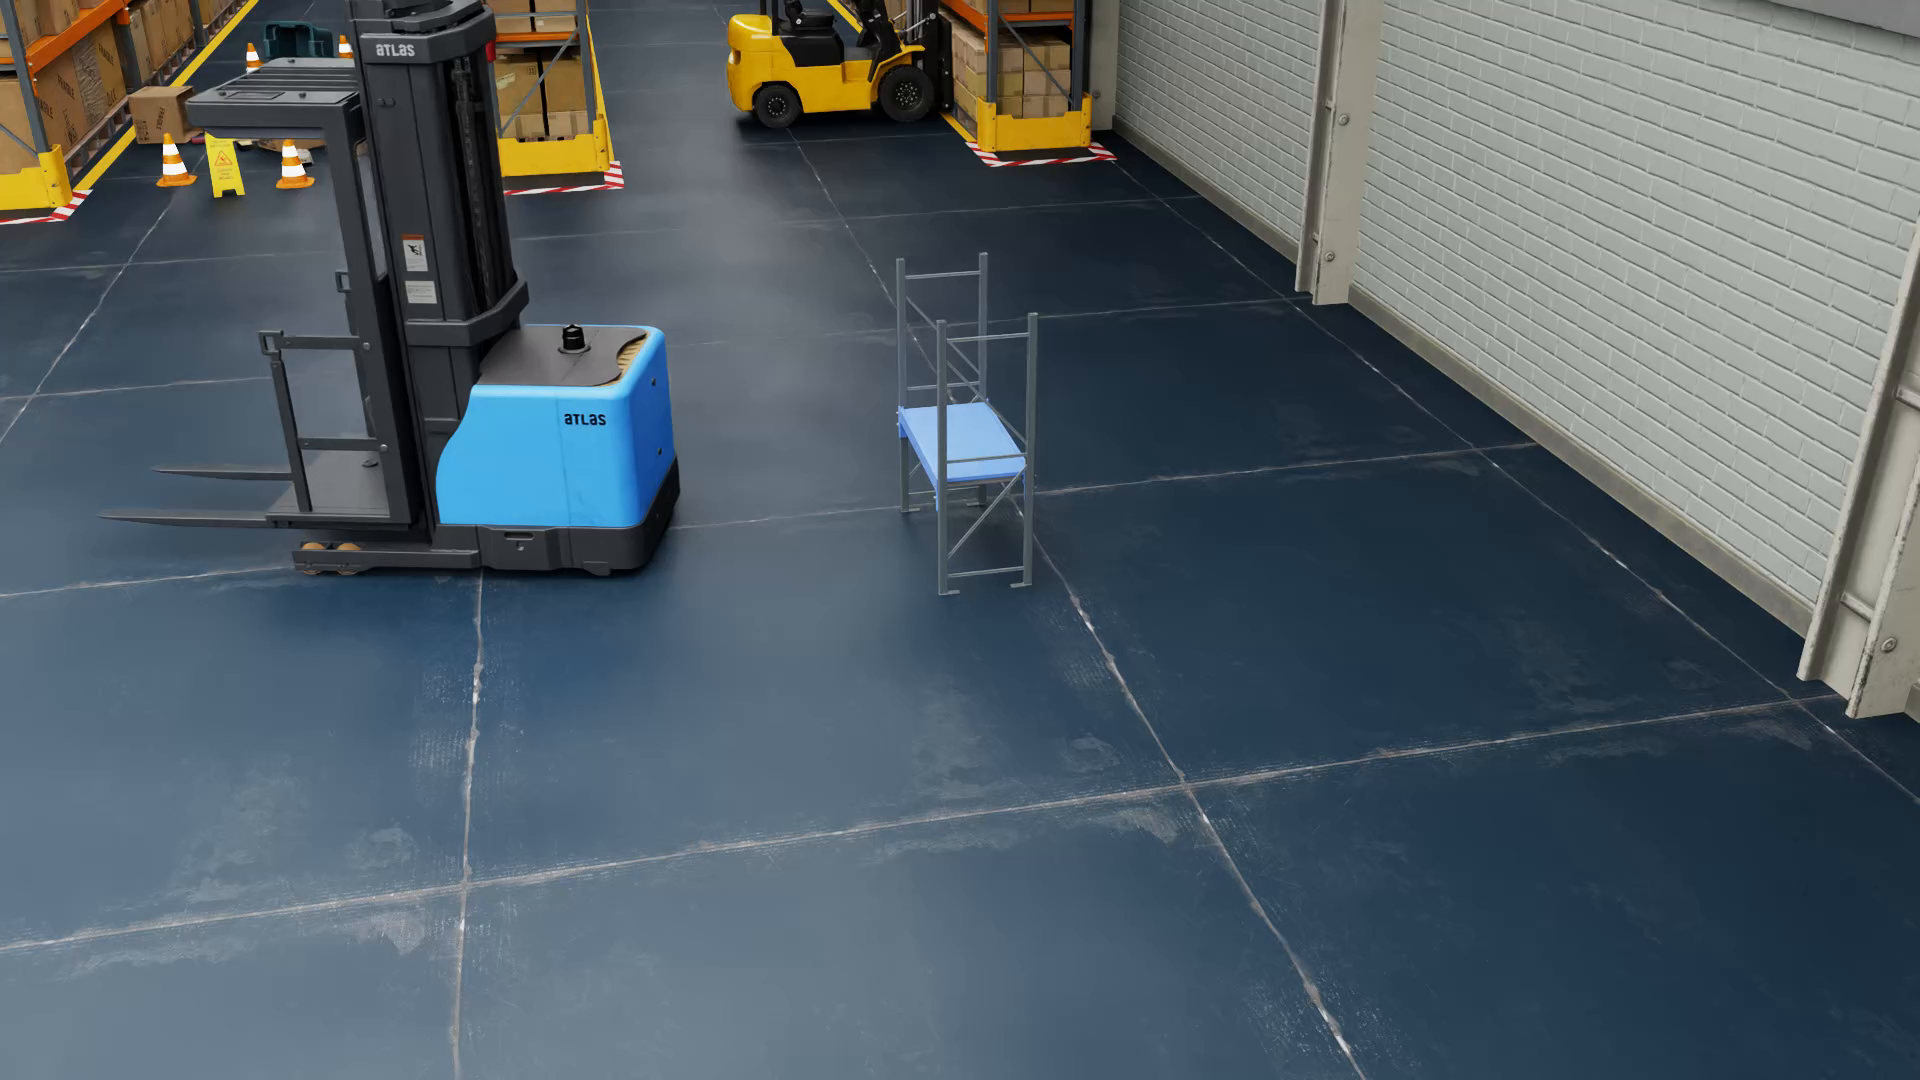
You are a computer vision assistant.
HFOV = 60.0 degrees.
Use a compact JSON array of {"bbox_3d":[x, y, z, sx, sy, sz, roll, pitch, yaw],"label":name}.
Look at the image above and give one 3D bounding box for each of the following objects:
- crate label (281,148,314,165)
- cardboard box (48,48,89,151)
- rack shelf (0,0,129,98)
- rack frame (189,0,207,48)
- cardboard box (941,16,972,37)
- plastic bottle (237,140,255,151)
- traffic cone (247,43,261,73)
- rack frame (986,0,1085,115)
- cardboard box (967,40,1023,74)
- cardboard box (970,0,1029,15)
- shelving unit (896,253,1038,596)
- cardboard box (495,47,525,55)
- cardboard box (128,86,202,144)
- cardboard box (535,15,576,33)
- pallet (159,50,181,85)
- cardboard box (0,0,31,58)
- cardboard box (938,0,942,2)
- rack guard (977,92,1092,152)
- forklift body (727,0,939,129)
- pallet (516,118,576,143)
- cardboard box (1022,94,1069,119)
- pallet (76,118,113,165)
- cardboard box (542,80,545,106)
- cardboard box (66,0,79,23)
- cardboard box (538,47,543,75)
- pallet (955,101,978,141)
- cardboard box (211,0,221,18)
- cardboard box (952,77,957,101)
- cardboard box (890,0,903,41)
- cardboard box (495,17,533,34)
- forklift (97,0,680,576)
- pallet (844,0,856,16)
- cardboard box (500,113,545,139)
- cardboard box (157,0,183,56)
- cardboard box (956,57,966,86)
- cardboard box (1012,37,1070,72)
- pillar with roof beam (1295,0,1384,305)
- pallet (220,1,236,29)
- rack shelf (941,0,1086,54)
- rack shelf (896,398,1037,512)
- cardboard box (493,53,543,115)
[{"bbox_3d":[-6.659,-3.843,16.712,0.250,0.136,0.298,-23,35,-38],"label":"crate label"},{"bbox_3d":[-9.280,-4.355,16.442,0.875,0.875,0.875,-6,27,-12],"label":"cardboard box"},{"bbox_3d":[-9.313,-4.996,16.618,1.077,0.370,4.000,-6,27,-12],"label":"rack shelf"},{"bbox_3d":[-10.665,-7.951,21.675,1.000,3.000,0.127,-6,27,-12],"label":"rack frame"},{"bbox_3d":[0.014,-5.736,18.762,0.500,0.250,0.500,-7,28,-13],"label":"cardboard box"},{"bbox_3d":[-7.462,-4.122,17.349,0.133,0.061,0.283,-16,31,-29],"label":"plastic bottle"},{"bbox_3d":[-8.595,-5.805,20.238,0.336,0.463,0.334,-6,27,-12],"label":"traffic cone"},{"bbox_3d":[0.773,-5.492,16.802,1.000,3.000,0.127,-6,27,-12],"label":"rack frame"},{"bbox_3d":[0.365,-5.069,17.440,0.500,0.250,0.500,-5,27,-10],"label":"cardboard box"},{"bbox_3d":[0.406,-5.726,17.155,0.500,0.500,0.500,-7,28,-13],"label":"cardboard box"},{"bbox_3d":[0.019,-0.632,8.838,0.538,1.500,1.048,-6,27,-12],"label":"shelving unit"},{"bbox_3d":[-4.645,-5.050,16.960,0.380,0.149,0.250,-5,27,-10],"label":"cardboard box"},{"bbox_3d":[-8.414,-4.503,17.615,0.500,0.500,0.500,-1,27,-3],"label":"cardboard box"},{"bbox_3d":[-3.937,-5.044,16.194,0.380,0.149,0.250,-6,27,-11],"label":"cardboard box"},{"bbox_3d":[-10.290,-5.818,20.543,1.003,0.211,1.213,-6,27,-12],"label":"pallet"},{"bbox_3d":[-8.990,-4.665,14.997,0.875,0.550,0.550,-6,27,-12],"label":"cardboard box"},{"bbox_3d":[-0.325,-6.410,20.097,0.500,0.250,0.500,-6,27,-12],"label":"cardboard box"},{"bbox_3d":[0.778,-4.366,17.345,1.175,0.500,0.348,-6,27,-12],"label":"rack guard"},{"bbox_3d":[-1.432,-5.760,18.276,2.313,2.155,1.214,-6,27,-12],"label":"forklift body"},{"bbox_3d":[-4.228,-4.135,17.209,1.003,0.211,1.213,-6,27,-12],"label":"pallet"},{"bbox_3d":[0.853,-4.688,17.794,0.500,0.250,0.500,-6,27,-11],"label":"cardboard box"},{"bbox_3d":[-9.390,-4.072,17.084,1.003,0.211,1.213,-6,27,-12],"label":"pallet"},{"bbox_3d":[-4.841,-4.950,18.314,0.500,0.250,0.500,-6,27,-12],"label":"cardboard box"},{"bbox_3d":[-9.299,-5.391,16.435,0.875,0.550,0.500,-6,27,-12],"label":"cardboard box"},{"bbox_3d":[-4.847,-5.289,18.153,0.500,0.500,0.500,-5,27,-9],"label":"cardboard box"},{"bbox_3d":[0.560,-4.579,18.087,1.003,0.211,1.213,-6,27,-12],"label":"pallet"},{"bbox_3d":[-10.693,-7.580,23.247,0.500,0.500,0.500,-6,27,-11],"label":"cardboard box"},{"bbox_3d":[0.152,-5.066,18.544,0.500,0.250,0.500,-6,27,-11],"label":"cardboard box"},{"bbox_3d":[-0.425,-6.945,21.850,0.875,0.625,0.625,-6,27,-12],"label":"cardboard box"},{"bbox_3d":[-4.355,-5.017,16.139,0.380,0.149,0.250,-5,27,-10],"label":"cardboard box"},{"bbox_3d":[-3.154,-1.357,8.685,3.031,2.935,1.130,1,27,3],"label":"forklift"},{"bbox_3d":[-1.162,-8.091,25.046,1.003,0.211,1.213,-6,27,-12],"label":"pallet"},{"bbox_3d":[-4.512,-4.285,16.995,0.500,0.250,0.500,-6,27,-12],"label":"cardboard box"},{"bbox_3d":[-10.415,-6.475,20.780,1.050,0.750,0.750,-6,27,-11],"label":"cardboard box"},{"bbox_3d":[0.256,-5.079,18.013,0.500,0.250,0.500,-6,27,-12],"label":"cardboard box"},{"bbox_3d":[0.849,-5.129,17.558,0.500,0.250,0.500,-6,27,-12],"label":"cardboard box"},{"bbox_3d":[-1.348,-5.496,10.153,9.100,9.000,0.400,-6,27,-12],"label":"pillar with roof beam"},{"bbox_3d":[-11.111,-7.584,24.042,1.003,0.211,1.213,-6,27,-12],"label":"pallet"},{"bbox_3d":[0.322,-6.049,18.704,1.077,0.370,4.000,-6,27,-12],"label":"rack shelf"},{"bbox_3d":[0.019,-0.472,8.919,0.538,0.185,1.000,-6,27,-12],"label":"rack shelf"},{"bbox_3d":[-4.497,-4.606,16.801,0.500,0.500,0.500,-6,27,-11],"label":"cardboard box"}]
